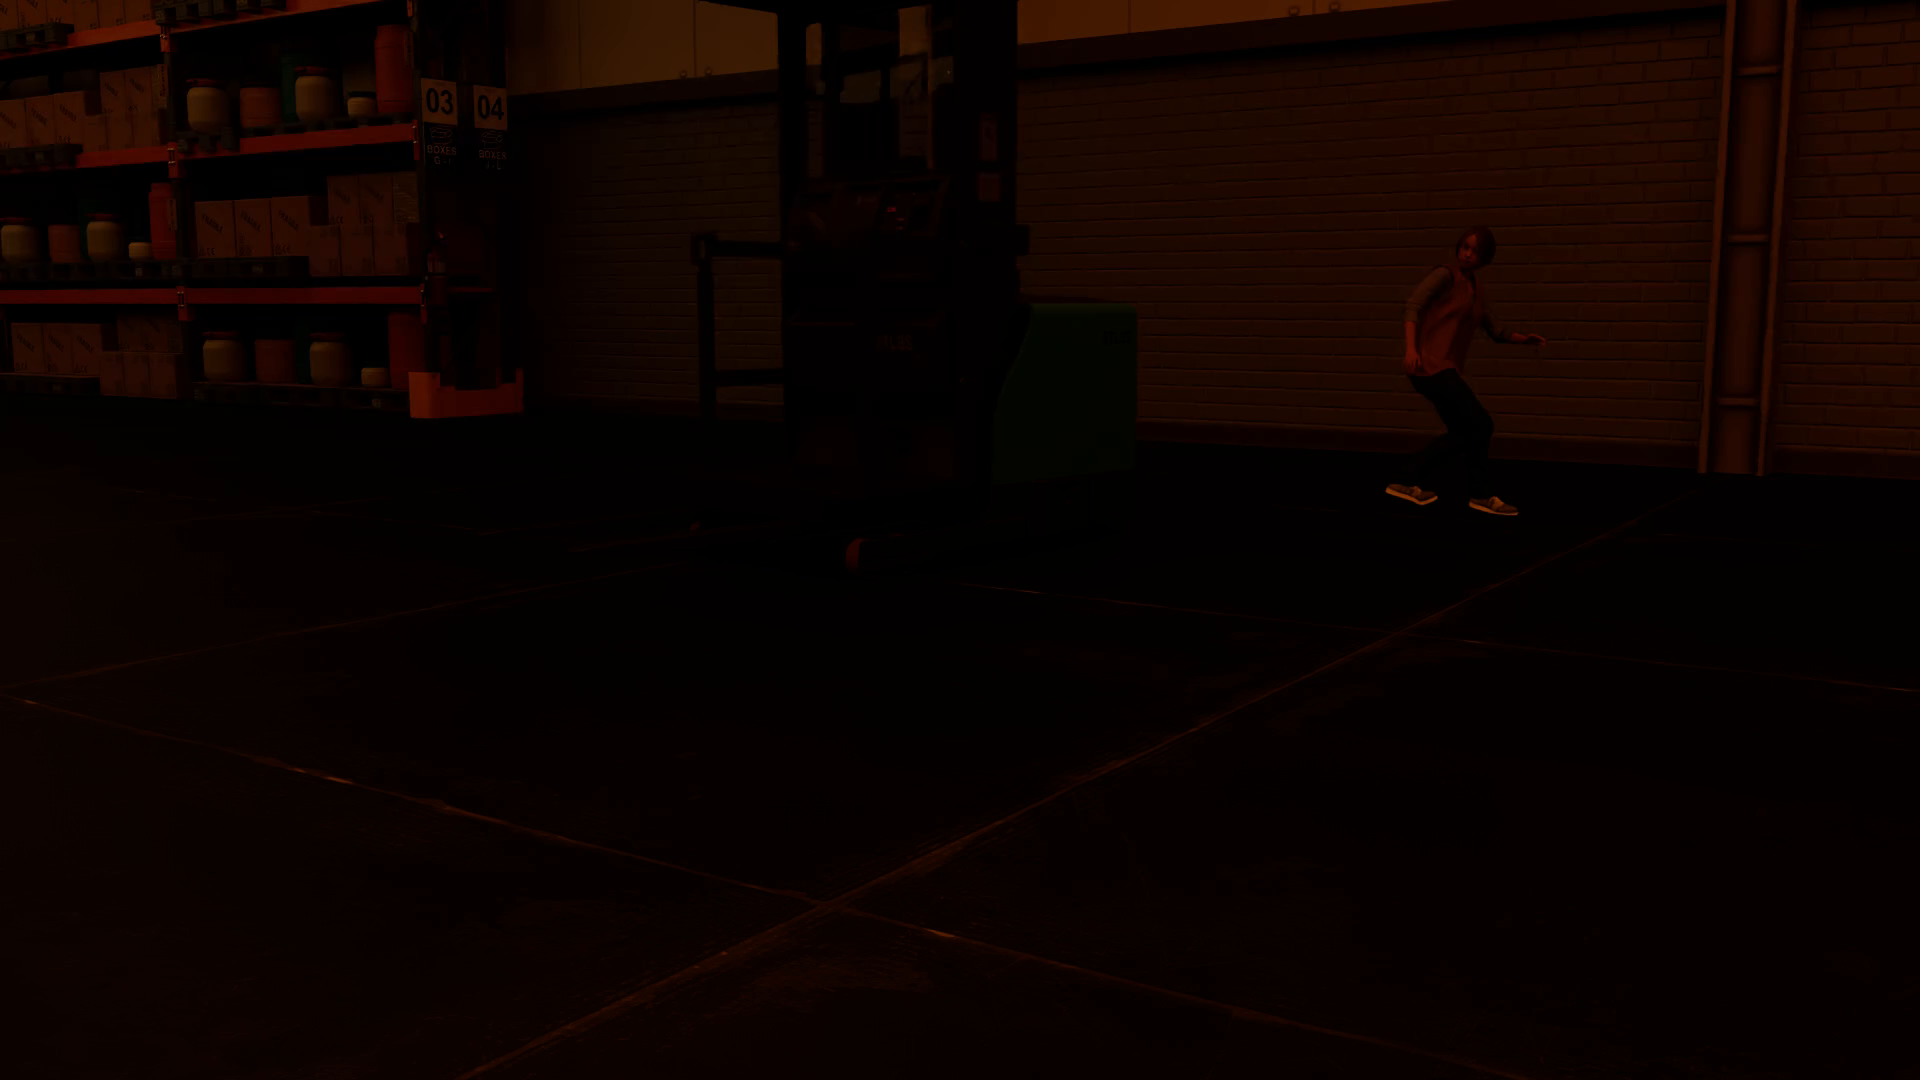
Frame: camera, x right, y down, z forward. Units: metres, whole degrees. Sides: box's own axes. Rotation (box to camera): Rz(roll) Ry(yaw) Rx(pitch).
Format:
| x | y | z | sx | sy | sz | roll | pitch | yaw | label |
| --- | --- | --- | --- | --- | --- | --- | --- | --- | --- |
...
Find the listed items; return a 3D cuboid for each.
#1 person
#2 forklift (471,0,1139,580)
| x | y | z | sx | sy | sz | roll | pitch | yaw | label |
| --- | --- | --- | --- | --- | --- | --- | --- | --- | --- |
| 2.548 | -0.845 | 8.428 | 0.764 | 1.479 | 0.704 | 5 | 9 | 31 | person |
| -0.540 | -1.376 | 6.872 | 1.130 | 2.935 | 3.031 | 8 | 11 | 43 | forklift |
